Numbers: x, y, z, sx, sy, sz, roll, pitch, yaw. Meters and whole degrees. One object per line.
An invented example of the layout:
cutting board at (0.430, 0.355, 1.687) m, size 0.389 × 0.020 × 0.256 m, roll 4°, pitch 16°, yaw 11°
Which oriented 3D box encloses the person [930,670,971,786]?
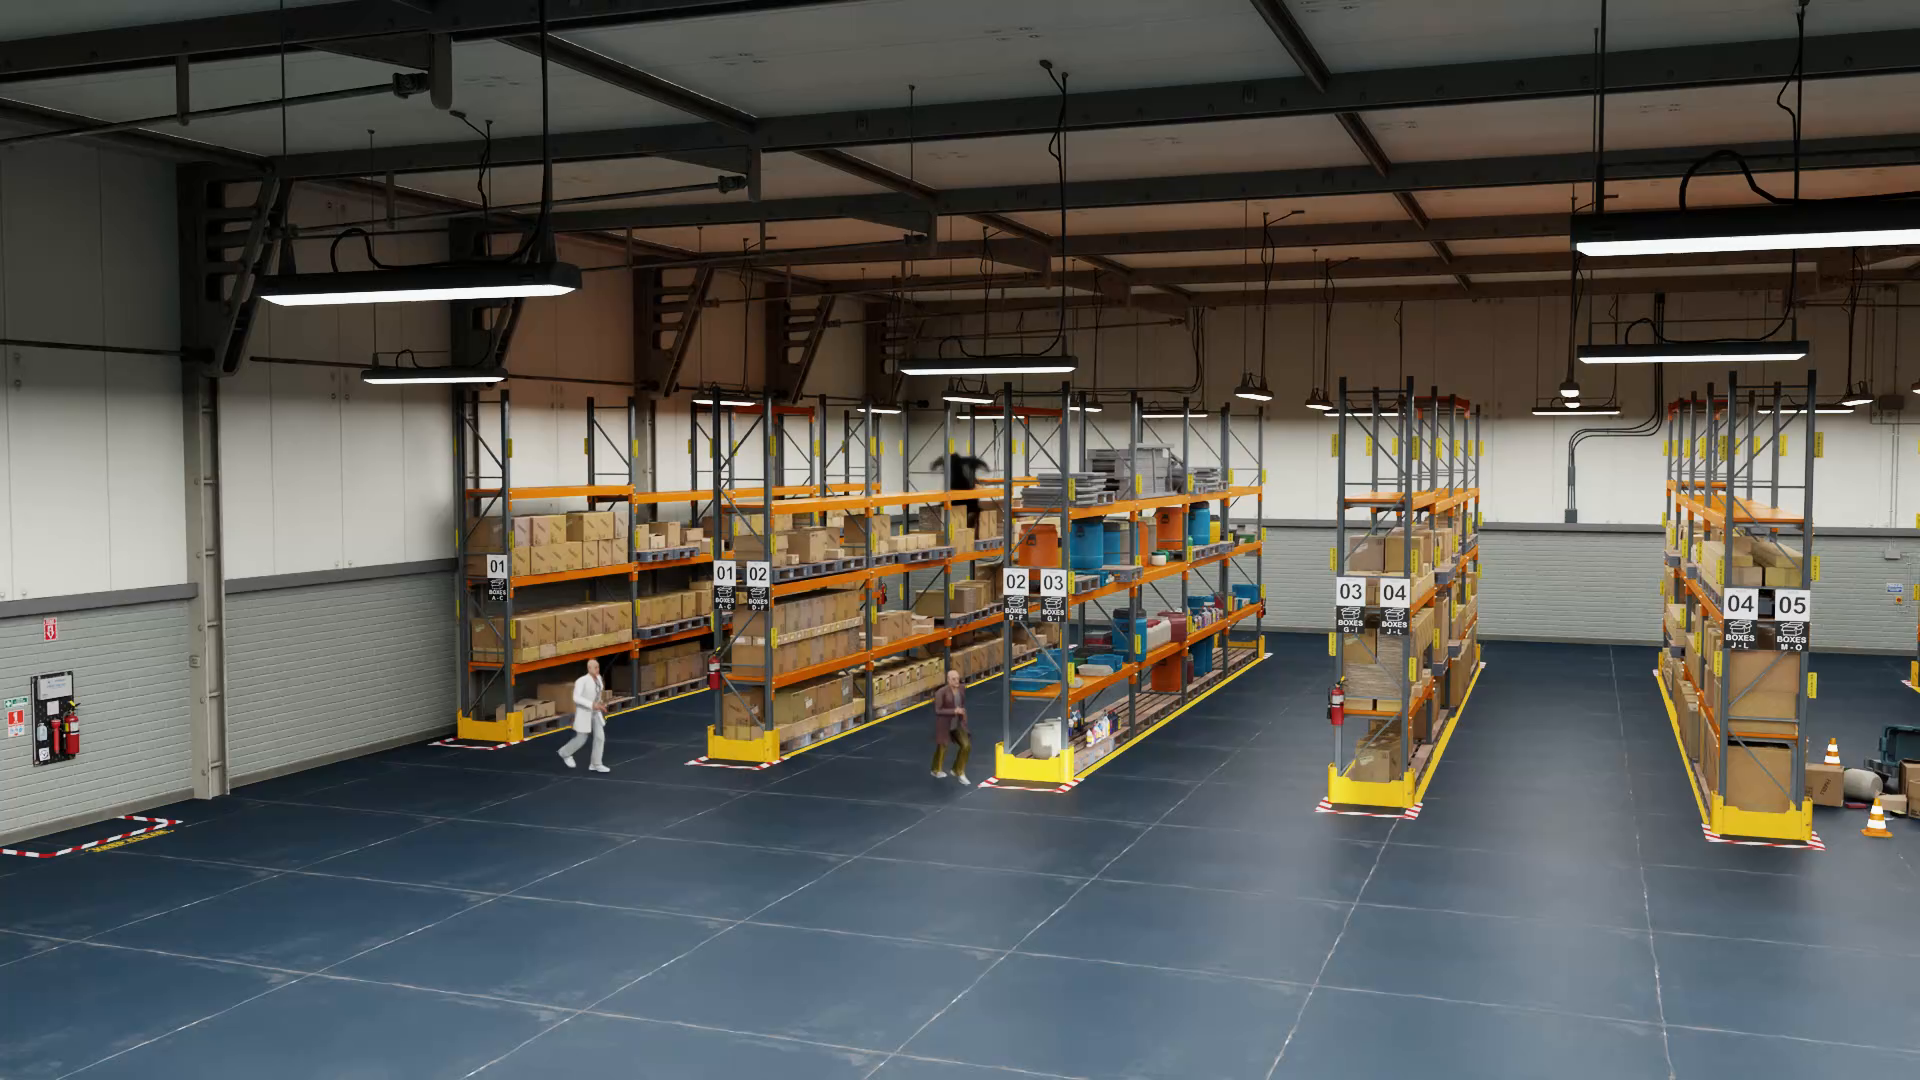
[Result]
person at (-0.157, 2.778, 24.715) m, size 0.636 × 1.728 × 1.012 m, roll -2°, pitch 4°, yaw -28°

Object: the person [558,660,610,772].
person at (-5.840, 2.713, 25.788) m, size 0.961 × 1.744 × 0.693 m, roll 2°, pitch 4°, yaw 33°
